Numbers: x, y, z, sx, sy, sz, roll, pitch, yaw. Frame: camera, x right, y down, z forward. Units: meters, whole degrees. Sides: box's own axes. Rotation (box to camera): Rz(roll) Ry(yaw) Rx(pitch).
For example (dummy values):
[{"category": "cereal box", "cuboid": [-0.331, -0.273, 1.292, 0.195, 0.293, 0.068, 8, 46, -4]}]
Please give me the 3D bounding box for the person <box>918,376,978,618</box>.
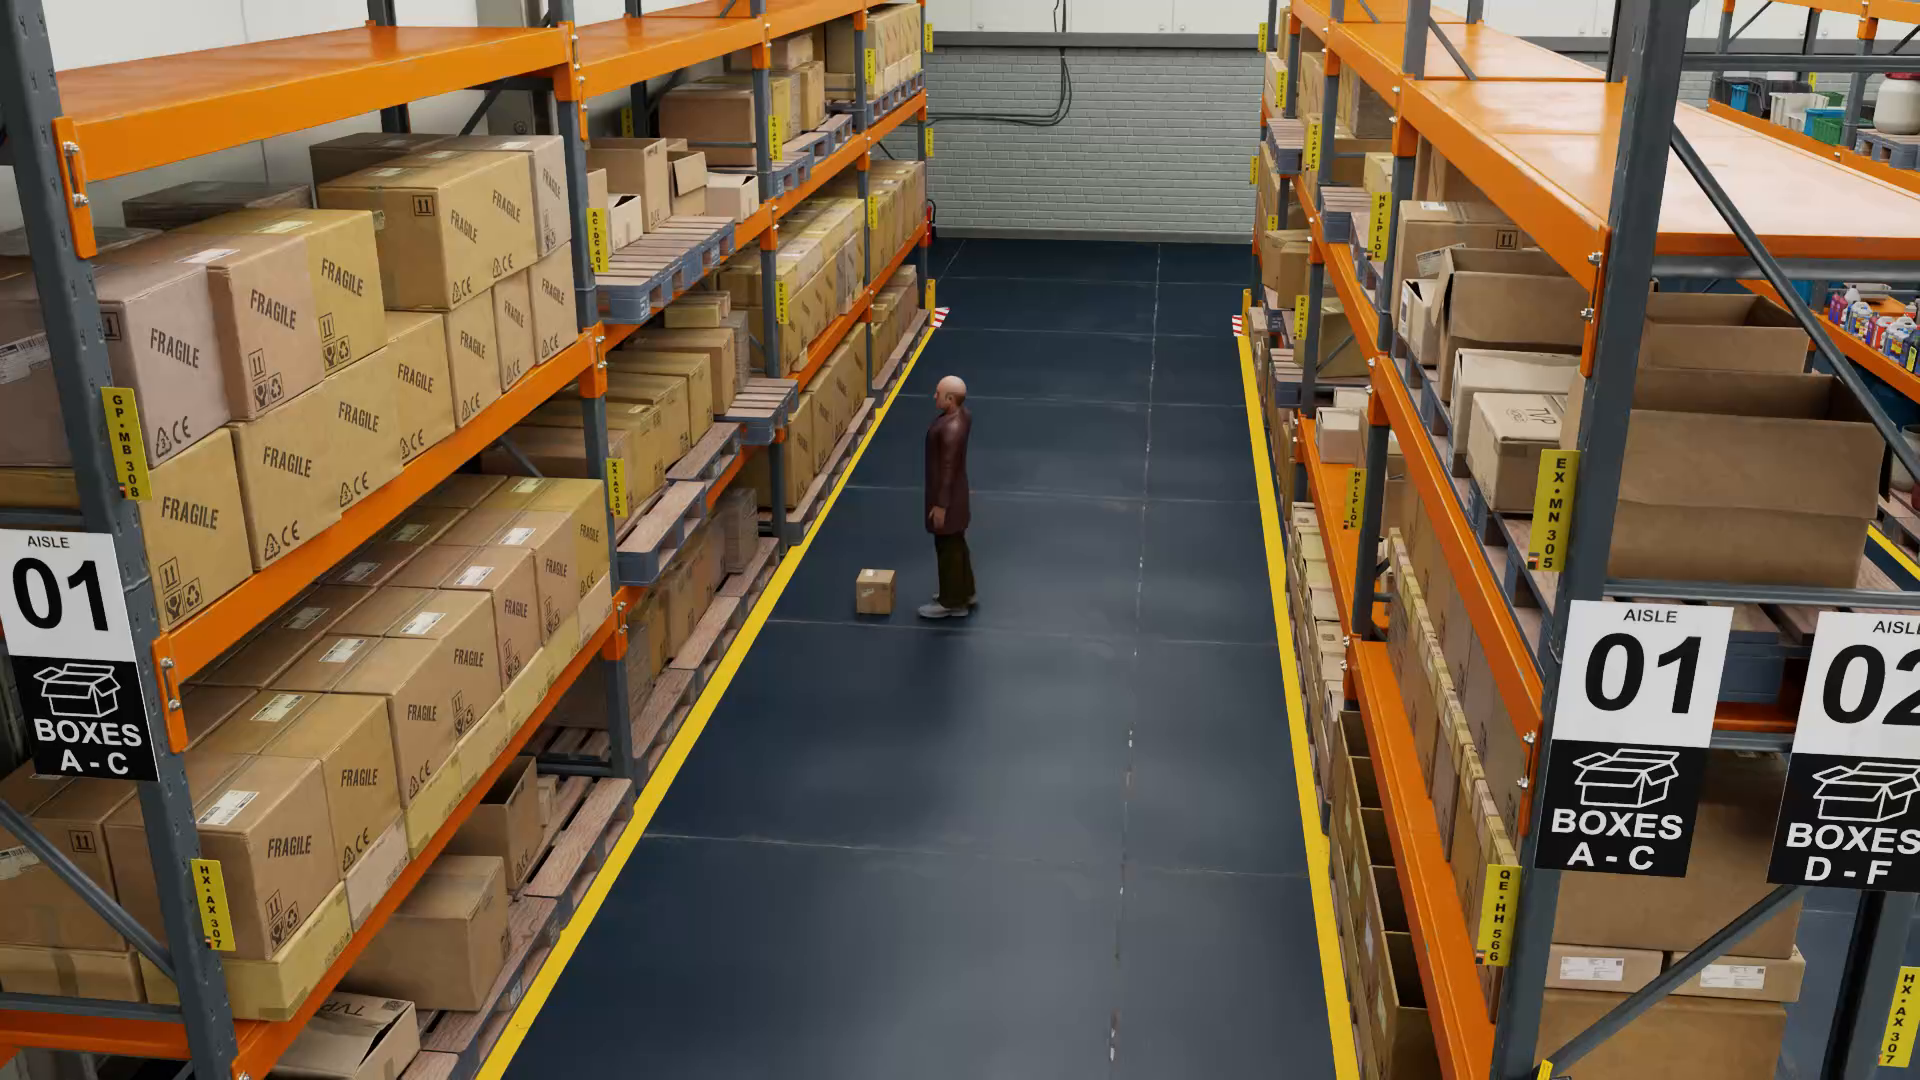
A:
[{"category": "person", "cuboid": [-0.089, -0.297, 11.905, 0.415, 1.806, 0.582, 2, 21, 7]}]
